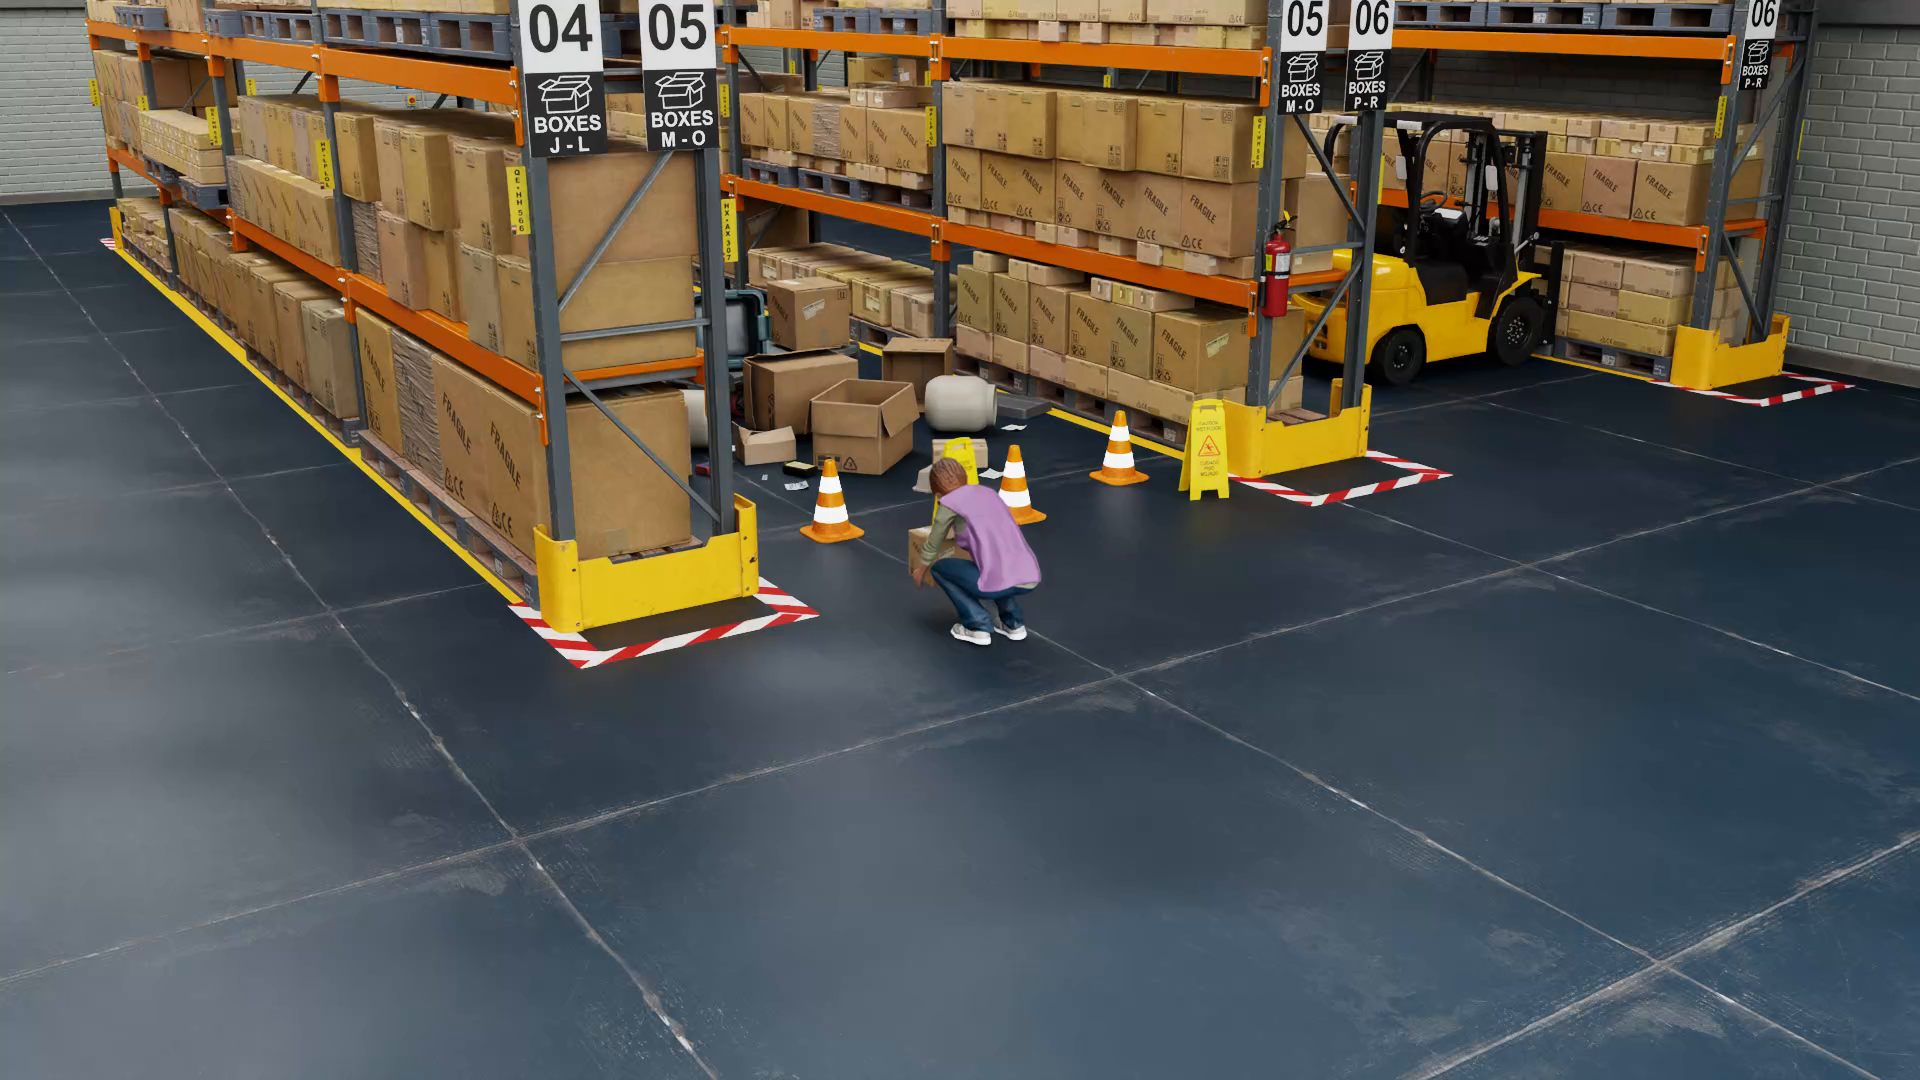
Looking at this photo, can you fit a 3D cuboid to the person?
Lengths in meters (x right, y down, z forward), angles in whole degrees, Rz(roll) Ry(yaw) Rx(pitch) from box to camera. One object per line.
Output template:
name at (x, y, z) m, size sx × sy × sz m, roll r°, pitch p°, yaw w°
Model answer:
person at (0.086, 0.059, 8.547) m, size 0.435 × 0.883 × 0.814 m, roll -12°, pitch 22°, yaw -32°
